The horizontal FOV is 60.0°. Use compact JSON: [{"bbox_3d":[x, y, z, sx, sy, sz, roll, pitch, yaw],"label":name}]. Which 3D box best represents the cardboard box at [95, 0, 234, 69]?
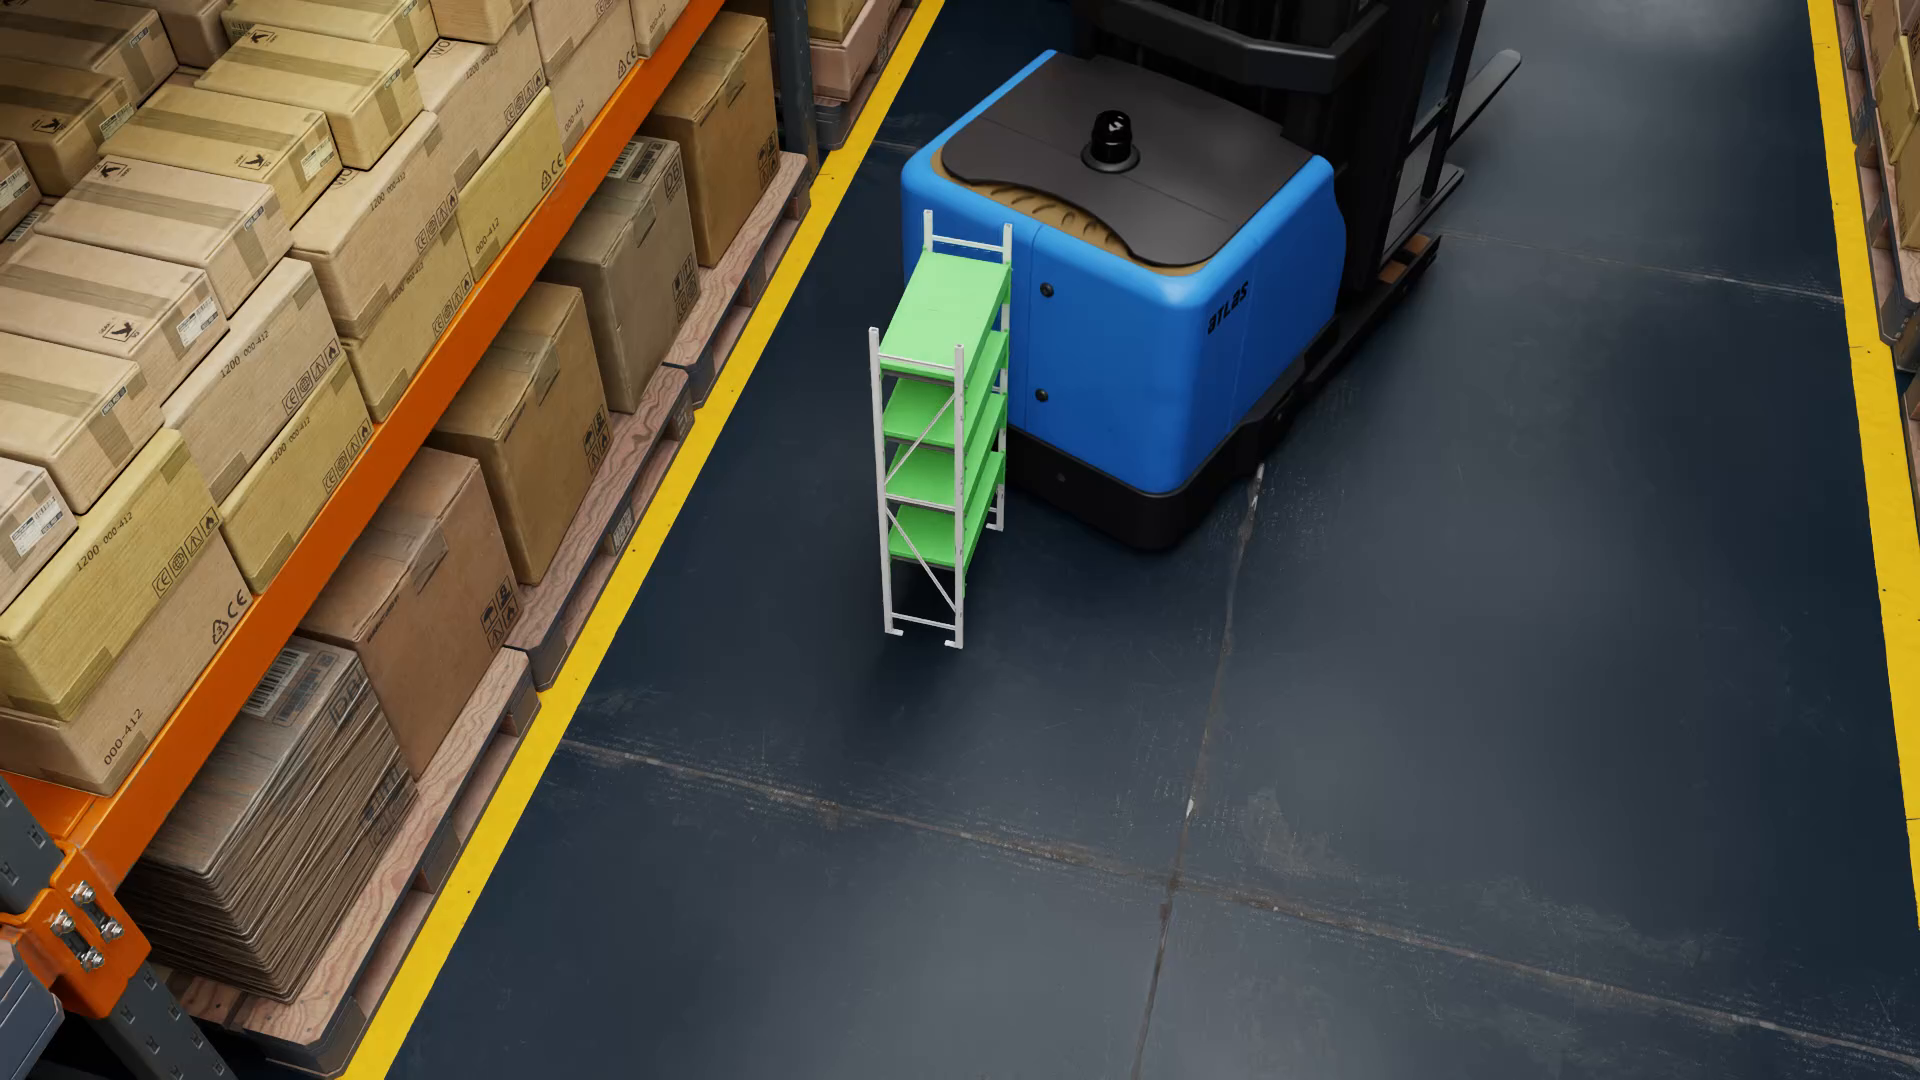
[{"bbox_3d":[-1.826,-1.243,3.847,0.380,0.149,0.250,13,50,11],"label":"cardboard box"}]

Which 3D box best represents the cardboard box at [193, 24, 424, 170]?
[{"bbox_3d":[-1.404,-0.961,3.598,0.380,0.149,0.250,13,50,11],"label":"cardboard box"}]

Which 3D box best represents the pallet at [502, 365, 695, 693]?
[{"bbox_3d":[-1.524,-0.150,5.242,1.003,0.211,1.213,12,50,10],"label":"pallet"}]

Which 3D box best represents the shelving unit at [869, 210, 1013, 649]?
[{"bbox_3d":[-0.044,-0.277,4.694,0.258,1.200,0.503,12,50,10],"label":"shelving unit"}]

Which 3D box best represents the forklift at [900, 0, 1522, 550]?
[{"bbox_3d":[1.090,-2.007,5.066,1.130,2.935,3.031,29,55,23],"label":"forklift"}]

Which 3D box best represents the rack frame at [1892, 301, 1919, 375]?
[{"bbox_3d":[3.741,-1.522,4.593,1.000,3.000,0.127,12,50,10],"label":"rack frame"}]

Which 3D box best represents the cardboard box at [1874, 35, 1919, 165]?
[{"bbox_3d":[3.768,-1.619,6.232,0.500,0.250,0.500,10,49,9],"label":"cardboard box"}]

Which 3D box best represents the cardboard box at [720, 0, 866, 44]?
[{"bbox_3d":[-0.624,-2.182,6.396,0.500,0.250,0.500,11,50,10],"label":"cardboard box"}]

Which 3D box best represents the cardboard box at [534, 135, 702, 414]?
[{"bbox_3d":[-1.387,-0.912,5.358,0.875,0.625,0.625,11,50,10],"label":"cardboard box"}]

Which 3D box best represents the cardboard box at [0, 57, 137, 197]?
[{"bbox_3d":[-1.982,-0.880,3.527,0.380,0.149,0.250,11,50,10],"label":"cardboard box"}]

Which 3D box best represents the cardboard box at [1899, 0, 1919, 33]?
[{"bbox_3d":[3.903,-2.218,6.260,0.500,0.500,0.500,14,50,12],"label":"cardboard box"}]

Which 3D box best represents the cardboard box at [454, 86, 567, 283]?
[{"bbox_3d":[-1.345,-0.940,4.179,0.500,0.250,0.500,13,50,11],"label":"cardboard box"}]

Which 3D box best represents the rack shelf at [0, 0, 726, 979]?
[{"bbox_3d":[-1.575,-0.814,4.448,1.077,0.370,4.000,12,50,10],"label":"rack shelf"}]

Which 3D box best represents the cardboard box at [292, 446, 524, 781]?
[{"bbox_3d":[-1.760,0.119,4.448,0.875,0.625,0.625,13,50,11],"label":"cardboard box"}]

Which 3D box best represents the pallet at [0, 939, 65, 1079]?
[{"bbox_3d":[-2.212,0.962,2.528,1.213,0.211,1.003,12,50,10],"label":"pallet"}]

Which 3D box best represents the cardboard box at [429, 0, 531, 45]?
[{"bbox_3d":[-1.227,-1.318,3.914,0.380,0.149,0.250,10,49,9],"label":"cardboard box"}]

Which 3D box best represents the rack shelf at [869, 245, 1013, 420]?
[{"bbox_3d":[-0.044,-0.553,4.382,0.258,0.148,0.480,12,50,10],"label":"rack shelf"}]

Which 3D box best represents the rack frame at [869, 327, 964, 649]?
[{"bbox_3d":[-0.108,-0.101,4.539,0.240,1.200,0.015,12,50,10],"label":"rack frame"}]

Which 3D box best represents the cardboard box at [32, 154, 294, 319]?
[{"bbox_3d":[-1.565,-0.601,3.281,0.380,0.149,0.250,12,50,10],"label":"cardboard box"}]

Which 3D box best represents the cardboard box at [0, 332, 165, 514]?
[{"bbox_3d":[-1.664,-0.219,2.943,0.380,0.149,0.250,13,50,11],"label":"cardboard box"}]

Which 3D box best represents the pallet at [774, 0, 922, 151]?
[{"bbox_3d":[-0.799,-2.143,7.000,1.003,0.211,1.213,12,50,10],"label":"pallet"}]

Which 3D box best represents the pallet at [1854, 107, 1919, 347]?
[{"bbox_3d":[3.884,-1.092,6.073,1.003,0.211,1.213,12,50,10],"label":"pallet"}]

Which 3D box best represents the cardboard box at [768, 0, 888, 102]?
[{"bbox_3d":[-0.602,-2.012,6.579,0.500,0.250,0.500,12,50,10],"label":"cardboard box"}]

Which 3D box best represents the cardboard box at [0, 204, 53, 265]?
[{"bbox_3d":[-2.118,-0.471,3.432,0.500,0.250,0.500,12,50,10],"label":"cardboard box"}]

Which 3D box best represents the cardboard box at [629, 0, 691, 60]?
[{"bbox_3d":[-1.056,-1.668,4.822,0.500,0.250,0.500,11,50,10],"label":"cardboard box"}]

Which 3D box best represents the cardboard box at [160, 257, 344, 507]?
[{"bbox_3d":[-1.616,-0.356,3.330,0.500,0.250,0.500,13,50,11],"label":"cardboard box"}]

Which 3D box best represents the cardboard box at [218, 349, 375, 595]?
[{"bbox_3d":[-1.612,-0.191,3.518,0.500,0.250,0.500,11,49,9],"label":"cardboard box"}]

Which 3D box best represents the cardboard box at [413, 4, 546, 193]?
[{"bbox_3d":[-1.351,-1.105,3.992,0.500,0.250,0.500,12,50,11],"label":"cardboard box"}]

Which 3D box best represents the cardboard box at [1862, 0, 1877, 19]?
[{"bbox_3d":[4.042,-2.350,6.878,0.500,0.250,0.500,15,50,13],"label":"cardboard box"}]

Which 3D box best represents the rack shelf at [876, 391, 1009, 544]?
[{"bbox_3d":[-0.044,-0.235,4.742,0.258,0.148,0.480,12,50,10],"label":"rack shelf"}]

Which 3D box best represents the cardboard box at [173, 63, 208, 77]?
[{"bbox_3d":[-1.844,-1.195,4.071,0.500,0.250,0.500,11,49,9],"label":"cardboard box"}]
